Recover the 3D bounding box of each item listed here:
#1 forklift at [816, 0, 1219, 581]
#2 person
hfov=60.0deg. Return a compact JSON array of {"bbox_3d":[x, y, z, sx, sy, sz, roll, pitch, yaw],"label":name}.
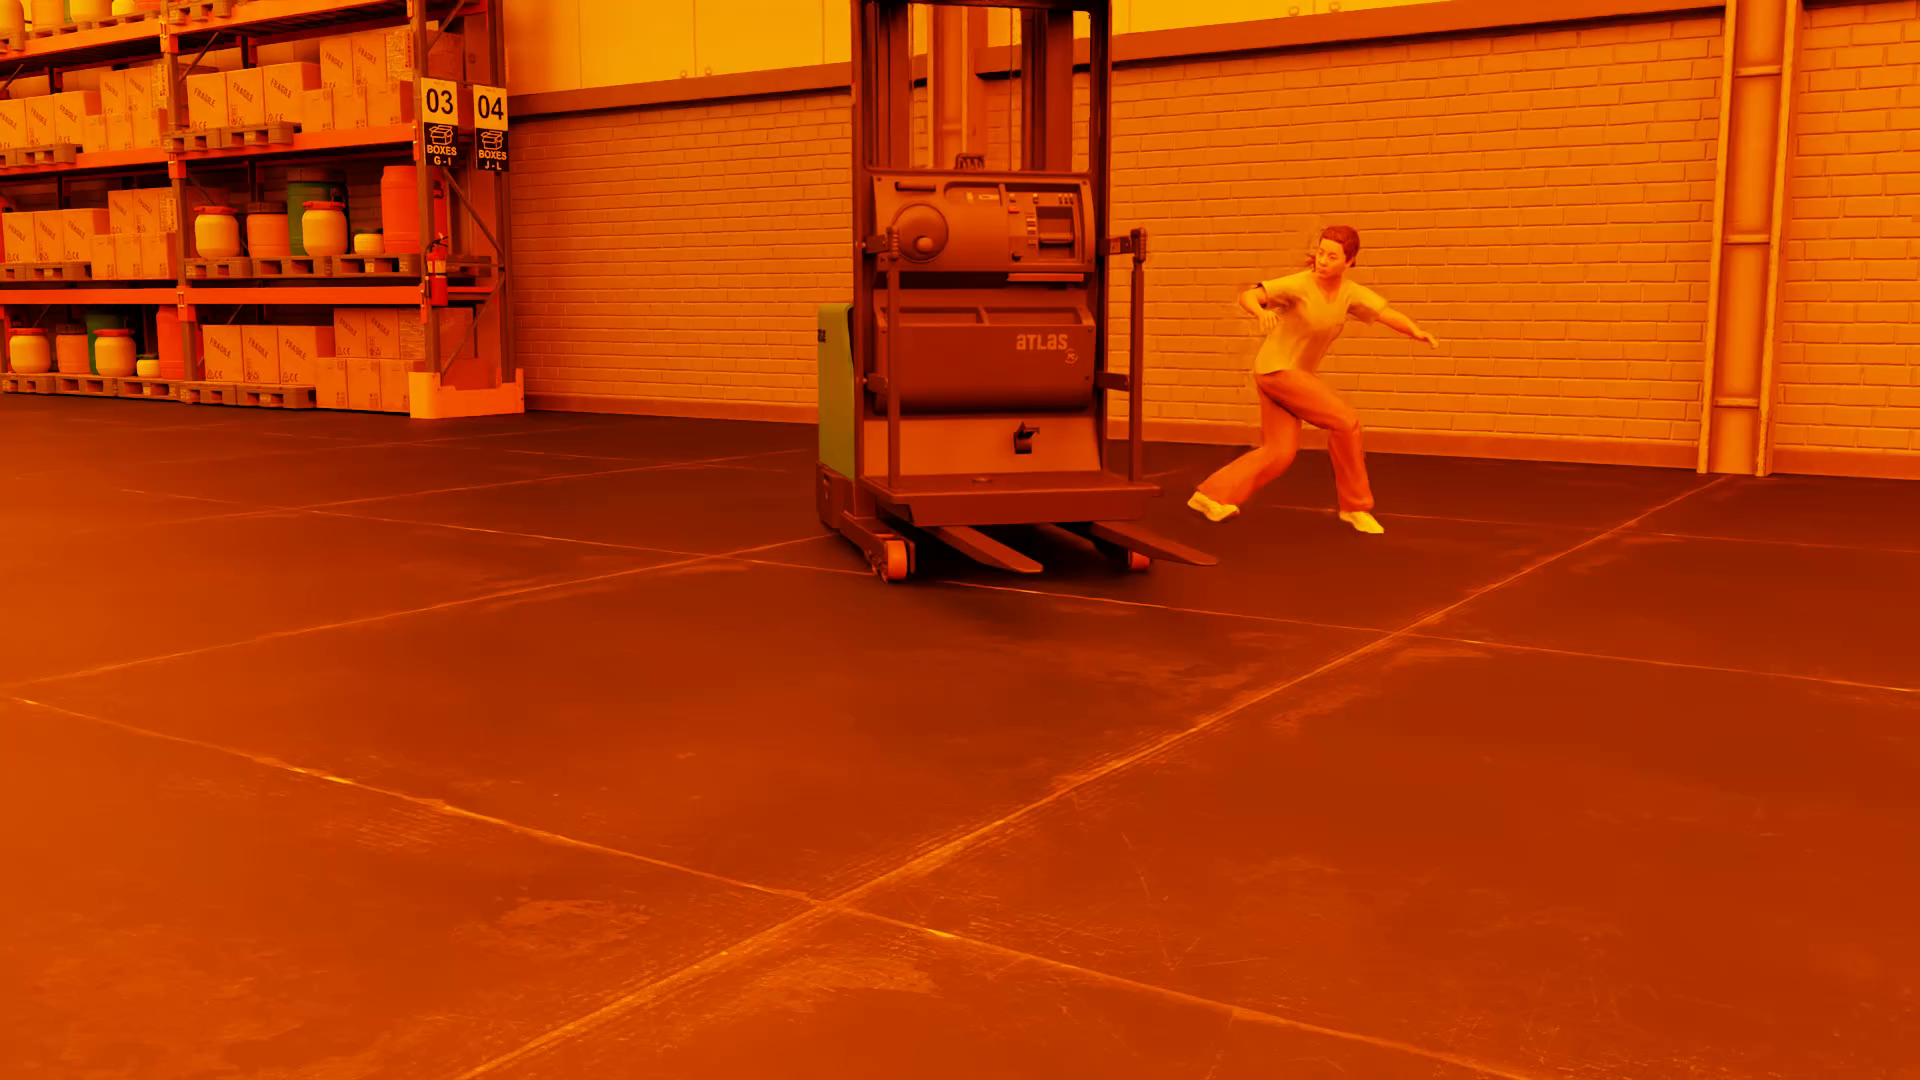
[{"bbox_3d":[0.157,-1.348,6.670,1.130,2.935,3.031,-2,8,-14],"label":"forklift"},{"bbox_3d":[1.658,-0.733,7.769,1.036,1.459,0.829,6,10,35],"label":"person"}]
